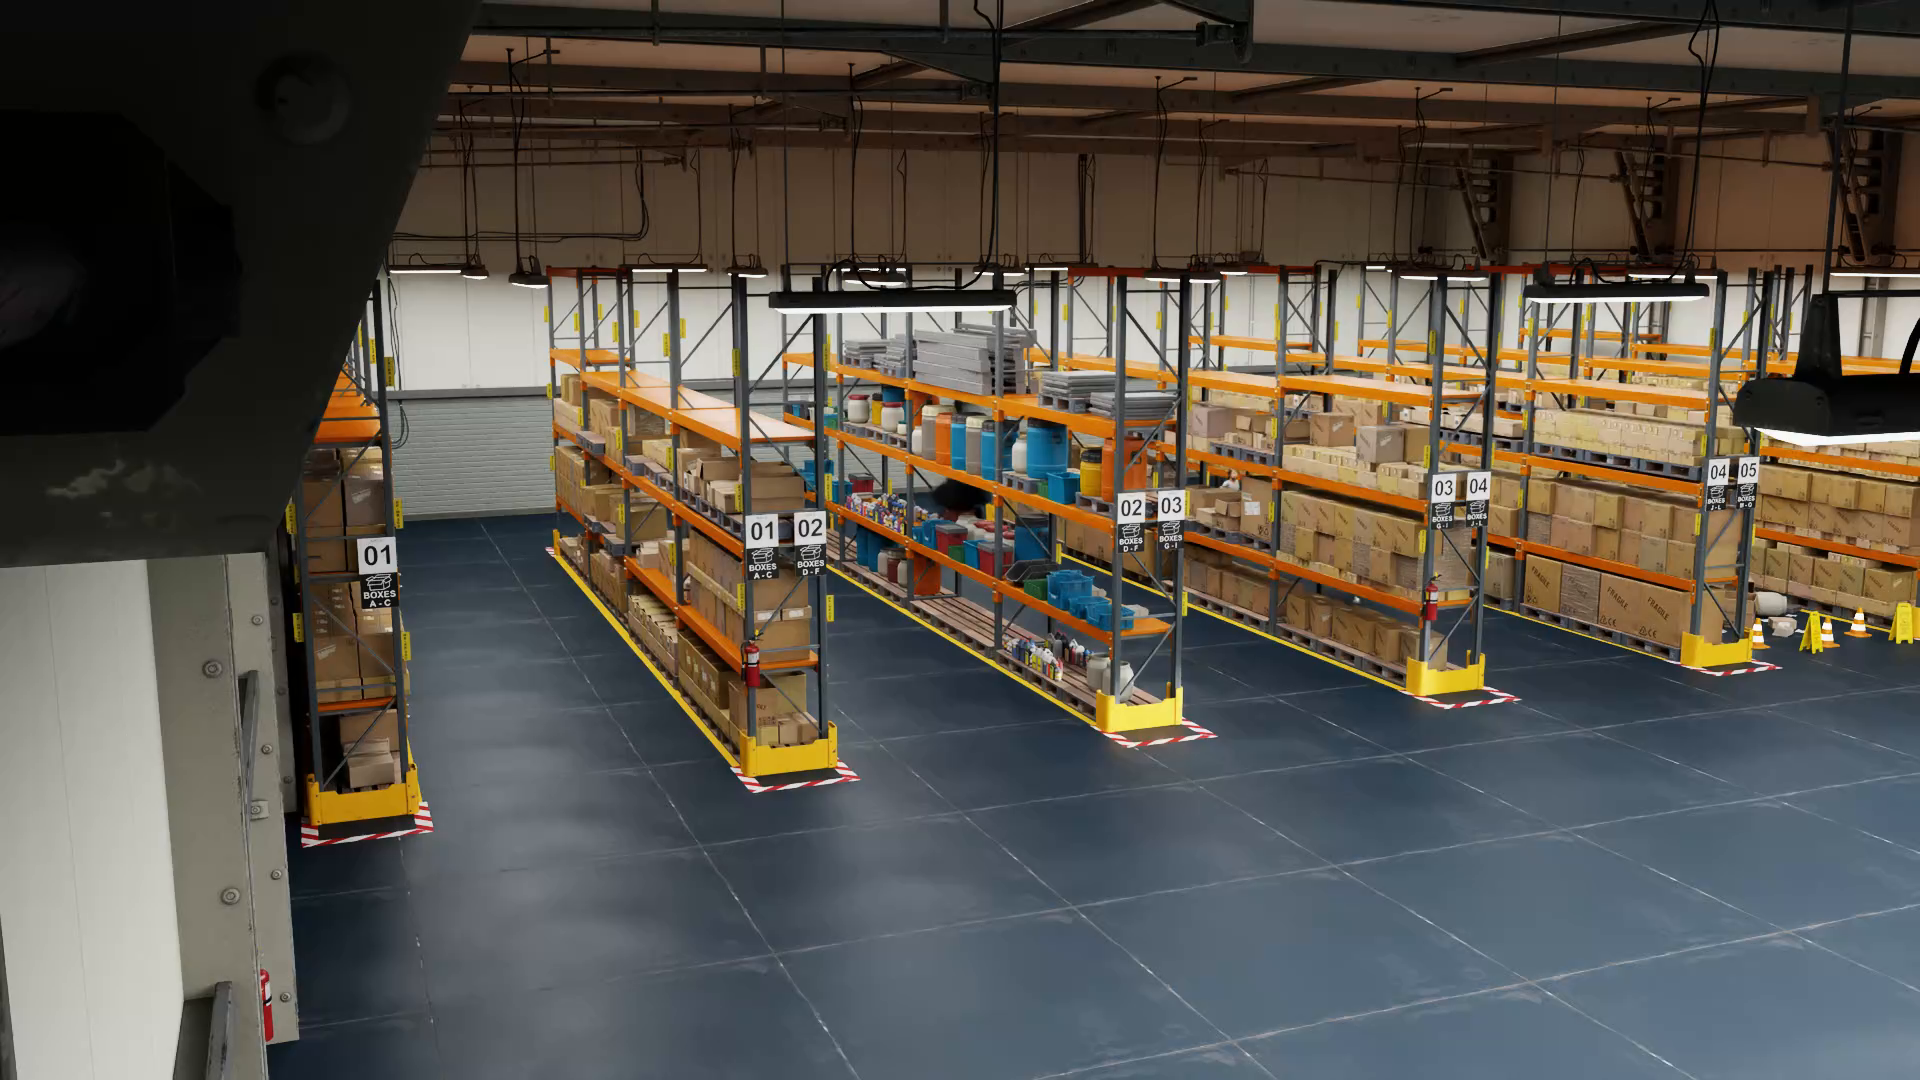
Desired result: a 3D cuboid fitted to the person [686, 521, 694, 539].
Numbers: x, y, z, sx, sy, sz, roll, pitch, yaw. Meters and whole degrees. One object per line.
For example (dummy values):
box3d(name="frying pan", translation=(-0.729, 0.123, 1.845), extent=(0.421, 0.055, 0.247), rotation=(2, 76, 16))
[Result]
box3d(name="person", translation=(-5.744, -0.456, 34.625), extent=(0.563, 1.623, 0.572), rotation=(-8, 13, -39))

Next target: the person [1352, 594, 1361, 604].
box3d(name="person", translation=(7.074, 0.340, 30.336), extent=(0.549, 1.579, 0.799), rotation=(-4, 11, -23))

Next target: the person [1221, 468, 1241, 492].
box3d(name="person", translation=(5.907, -0.748, 36.333), extent=(0.576, 1.662, 0.796), rotation=(-5, 11, -26))
